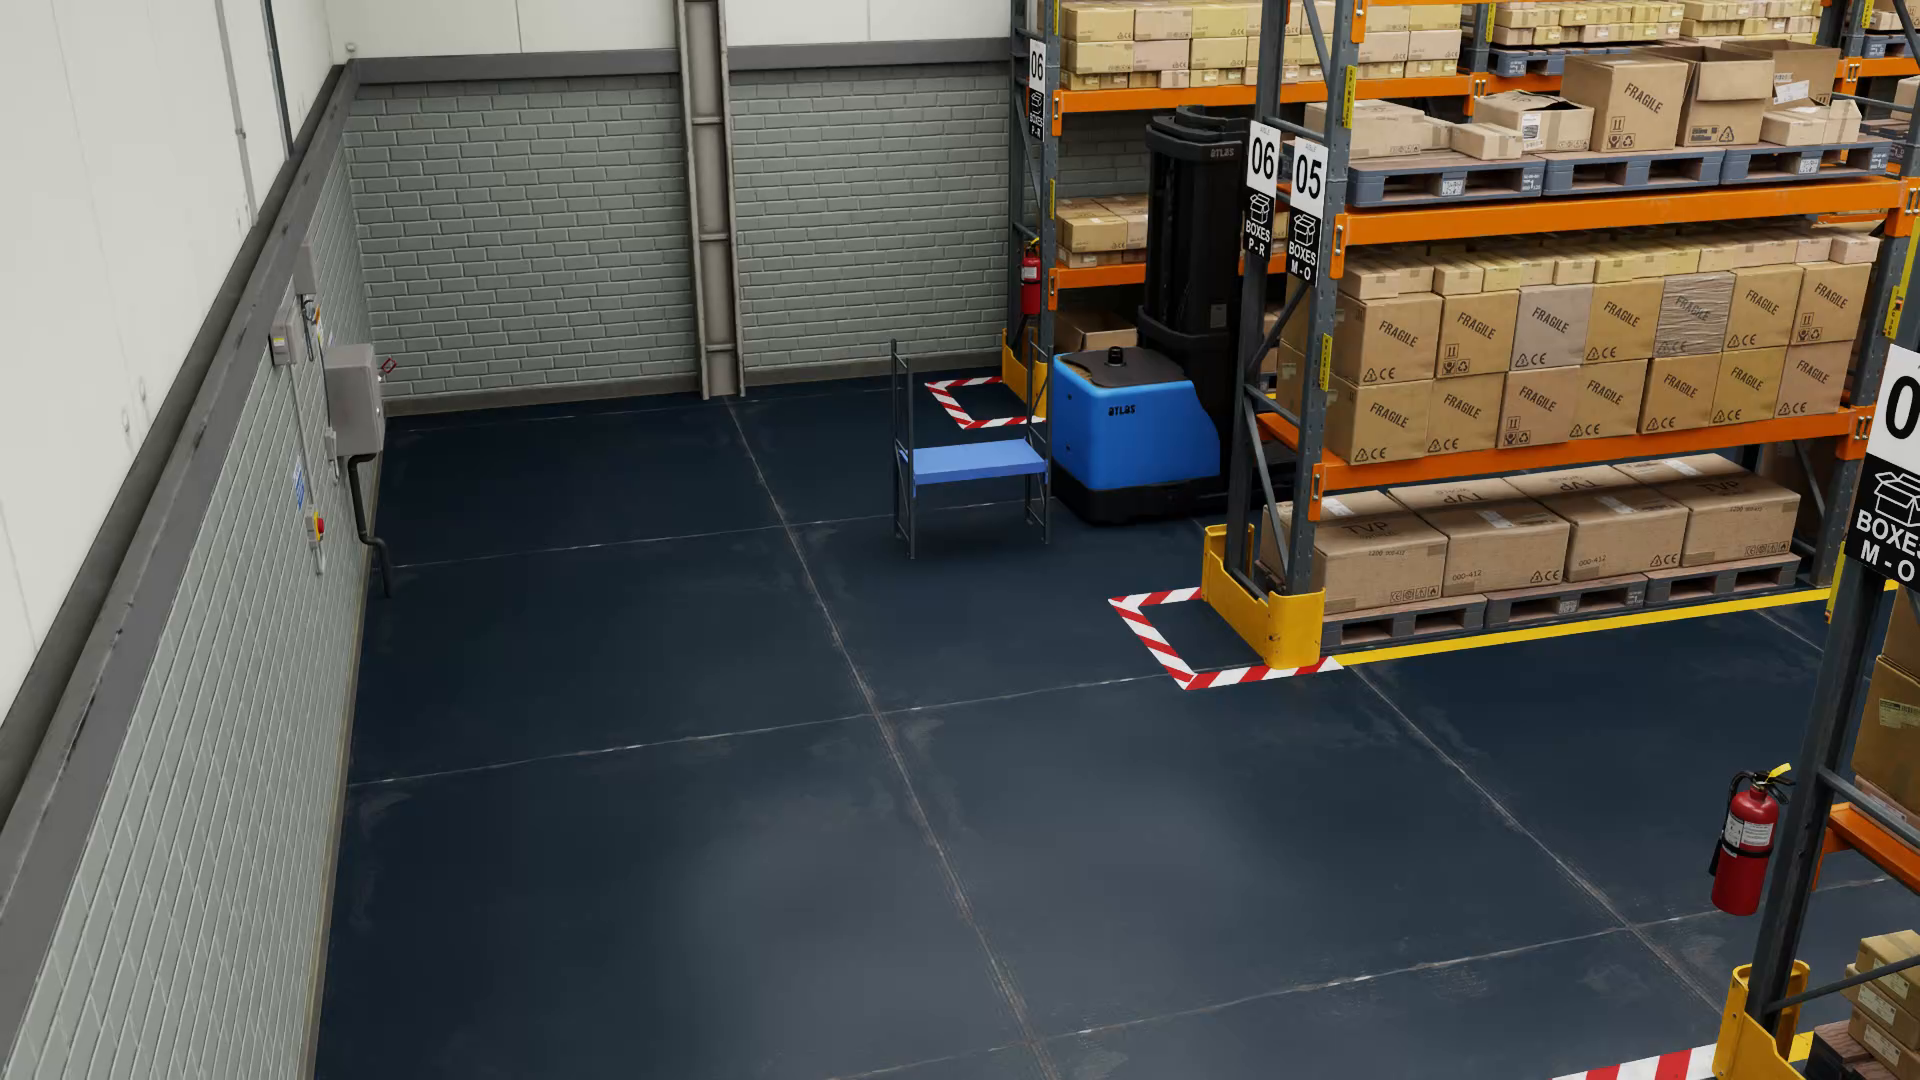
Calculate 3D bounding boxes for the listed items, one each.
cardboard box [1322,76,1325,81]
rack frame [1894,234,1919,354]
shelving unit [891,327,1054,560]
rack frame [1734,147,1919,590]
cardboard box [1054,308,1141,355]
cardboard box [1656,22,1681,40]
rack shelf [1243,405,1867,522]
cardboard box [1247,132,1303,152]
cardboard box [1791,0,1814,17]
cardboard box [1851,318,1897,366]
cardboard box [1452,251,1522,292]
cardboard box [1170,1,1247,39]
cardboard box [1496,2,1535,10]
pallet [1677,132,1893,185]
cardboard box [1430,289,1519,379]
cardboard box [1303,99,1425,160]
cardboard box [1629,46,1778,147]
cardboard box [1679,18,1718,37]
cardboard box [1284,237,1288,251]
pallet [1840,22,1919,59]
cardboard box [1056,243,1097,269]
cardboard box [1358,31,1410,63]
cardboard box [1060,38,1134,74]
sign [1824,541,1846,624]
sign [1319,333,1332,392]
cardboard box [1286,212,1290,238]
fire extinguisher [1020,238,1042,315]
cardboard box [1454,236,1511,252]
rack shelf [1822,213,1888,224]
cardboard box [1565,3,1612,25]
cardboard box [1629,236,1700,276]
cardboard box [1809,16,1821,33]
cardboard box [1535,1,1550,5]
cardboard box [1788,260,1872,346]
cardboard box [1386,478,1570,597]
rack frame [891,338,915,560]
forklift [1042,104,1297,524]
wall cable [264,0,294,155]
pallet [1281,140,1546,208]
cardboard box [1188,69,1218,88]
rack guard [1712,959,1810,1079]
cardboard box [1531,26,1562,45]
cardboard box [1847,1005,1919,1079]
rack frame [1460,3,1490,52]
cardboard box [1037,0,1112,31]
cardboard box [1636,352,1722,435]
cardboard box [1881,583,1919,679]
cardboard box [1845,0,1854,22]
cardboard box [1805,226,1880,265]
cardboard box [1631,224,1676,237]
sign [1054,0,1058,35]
[{"bbox_3d":[3.215,-4.136,14.601,0.250,0.149,0.380,-5,24,-13],"label":"cardboard box"},{"bbox_3d":[3.409,-1.694,4.786,0.127,3.000,1.000,-6,24,-14],"label":"rack frame"},{"bbox_3d":[0.082,-0.698,11.975,1.048,1.500,0.538,-6,24,-14],"label":"shelving unit"},{"bbox_3d":[5.826,-1.232,11.317,0.127,3.000,1.000,-6,24,-14],"label":"rack frame"},{"bbox_3d":[1.245,-1.765,15.192,0.637,0.503,0.797,-7,24,-16],"label":"cardboard box"},{"bbox_3d":[6.350,-4.672,15.190,0.250,0.149,0.380,-6,24,-13],"label":"cardboard box"},{"bbox_3d":[3.900,-0.688,10.962,4.000,0.370,1.077,-6,24,-14],"label":"rack shelf"},{"bbox_3d":[2.976,-3.471,15.396,0.500,0.500,0.500,-7,24,-16],"label":"cardboard box"},{"bbox_3d":[7.800,-5.035,15.682,0.250,0.149,0.380,-7,24,-16],"label":"cardboard box"},{"bbox_3d":[6.326,-1.332,11.107,0.500,0.250,0.500,-7,24,-16],"label":"cardboard box"},{"bbox_3d":[3.154,-1.616,9.994,0.250,0.149,0.380,-7,24,-16],"label":"cardboard box"},{"bbox_3d":[2.100,-4.423,14.130,0.500,0.250,0.500,-7,24,-15],"label":"cardboard box"},{"bbox_3d":[4.866,-4.844,14.689,0.258,0.266,0.396,-7,24,-15],"label":"cardboard box"},{"bbox_3d":[5.035,-2.486,10.549,1.213,0.211,1.003,-6,24,-14],"label":"pallet"},{"bbox_3d":[3.009,-1.312,10.108,0.500,0.500,0.500,-7,24,-16],"label":"cardboard box"},{"bbox_3d":[2.384,-2.436,9.850,0.500,0.250,0.500,-9,25,-19],"label":"cardboard box"},{"bbox_3d":[4.536,-2.741,10.239,0.637,0.503,0.797,-4,24,-10],"label":"cardboard box"},{"bbox_3d":[6.811,-4.778,15.463,0.250,0.149,0.380,-6,24,-13],"label":"cardboard box"},{"bbox_3d":[2.977,-2.757,15.190,0.250,0.149,0.380,-6,24,-14],"label":"cardboard box"},{"bbox_3d":[8.962,-4.940,16.394,1.003,0.211,1.213,-5,24,-12],"label":"pallet"},{"bbox_3d":[1.021,-2.505,14.603,0.250,0.149,0.380,-6,24,-15],"label":"cardboard box"},{"bbox_3d":[3.587,-4.356,14.607,0.500,0.250,0.500,-7,24,-16],"label":"cardboard box"},{"bbox_3d":[1.131,-4.079,13.962,0.500,0.250,0.500,-7,24,-15],"label":"cardboard box"},{"bbox_3d":[3.279,0.173,6.174,0.005,0.325,0.100,-6,24,-14],"label":"sign"},{"bbox_3d":[2.119,-1.029,9.645,0.005,0.325,0.100,-6,24,-14],"label":"sign"},{"bbox_3d":[3.095,-2.930,15.087,0.500,0.250,0.500,-6,24,-15],"label":"cardboard box"},{"bbox_3d":[0.614,-2.292,14.358,0.183,0.674,0.296,-6,24,-14],"label":"fire extinguisher"},{"bbox_3d":[3.254,-1.831,10.496,0.250,0.149,0.380,-7,24,-15],"label":"cardboard box"},{"bbox_3d":[10.259,-3.424,17.339,4.000,0.370,1.077,-6,24,-14],"label":"rack shelf"},{"bbox_3d":[5.622,-4.724,14.932,0.250,0.149,0.380,-7,24,-15],"label":"cardboard box"},{"bbox_3d":[4.368,-1.769,10.352,0.250,0.149,0.380,-7,24,-15],"label":"cardboard box"},{"bbox_3d":[8.057,-4.905,15.759,0.250,0.149,0.380,-6,24,-13],"label":"cardboard box"},{"bbox_3d":[5.219,-4.897,15.336,0.250,0.149,0.380,-7,24,-15],"label":"cardboard box"},{"bbox_3d":[5.446,-1.582,10.738,0.500,0.500,0.500,-7,24,-15],"label":"cardboard box"},{"bbox_3d":[3.462,-0.030,11.233,0.875,0.438,0.875,-6,24,-13],"label":"cardboard box"},{"bbox_3d":[-0.407,-0.644,11.849,0.032,1.500,0.500,-6,24,-14],"label":"rack frame"},{"bbox_3d":[2.226,-1.804,12.738,3.031,2.935,1.130,-8,24,-18],"label":"forklift"},{"bbox_3d":[-4.343,-4.214,10.612,0.133,3.039,2.988,-6,24,-14],"label":"wall cable"},{"bbox_3d":[2.686,-2.226,9.943,1.213,0.211,1.003,-6,24,-14],"label":"pallet"},{"bbox_3d":[2.015,-3.975,14.225,0.250,0.149,0.380,-6,24,-15],"label":"cardboard box"},{"bbox_3d":[3.482,2.204,6.481,0.348,0.500,1.175,-6,24,-14],"label":"rack guard"},{"bbox_3d":[5.135,-4.513,14.819,0.250,0.149,0.380,-6,24,-14],"label":"cardboard box"},{"bbox_3d":[3.860,2.045,6.763,0.250,0.149,0.380,-6,24,-13],"label":"cardboard box"},{"bbox_3d":[4.482,-5.873,14.525,0.127,3.000,1.000,-6,24,-14],"label":"rack frame"},{"bbox_3d":[0.983,-4.519,14.353,0.500,0.250,0.500,-7,24,-16],"label":"cardboard box"},{"bbox_3d":[4.475,-1.015,10.685,0.500,0.500,0.500,-7,24,-15],"label":"cardboard box"},{"bbox_3d":[3.783,0.278,6.027,0.500,0.500,0.500,-7,24,-15],"label":"cardboard box"},{"bbox_3d":[8.961,-5.265,16.443,0.500,0.250,0.500,-6,24,-14],"label":"cardboard box"},{"bbox_3d":[5.616,-1.882,10.614,0.250,0.149,0.380,-7,24,-15],"label":"cardboard box"},{"bbox_3d":[4.455,-2.003,10.897,0.250,0.149,0.380,-7,24,-16],"label":"cardboard box"},{"bbox_3d":[0.777,-4.264,13.471,0.005,0.325,0.100,-6,24,-14],"label":"sign"}]
